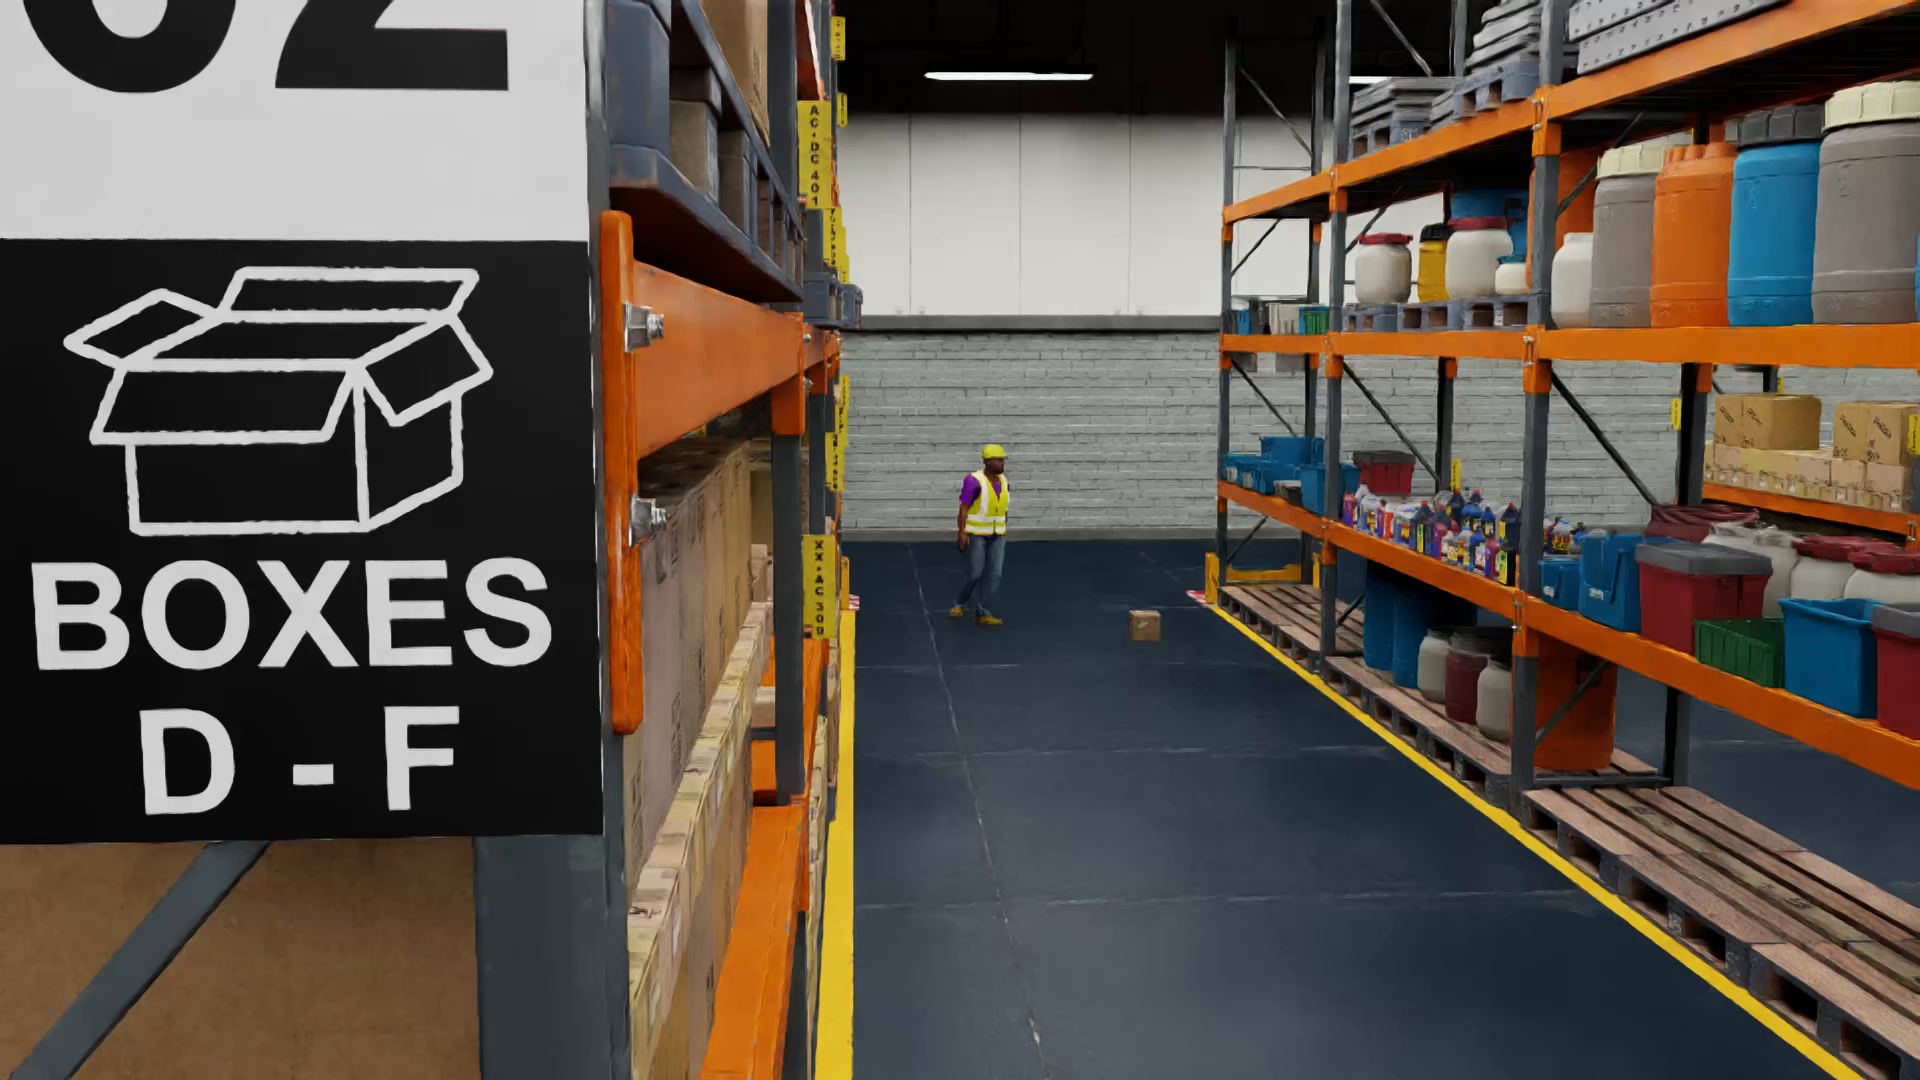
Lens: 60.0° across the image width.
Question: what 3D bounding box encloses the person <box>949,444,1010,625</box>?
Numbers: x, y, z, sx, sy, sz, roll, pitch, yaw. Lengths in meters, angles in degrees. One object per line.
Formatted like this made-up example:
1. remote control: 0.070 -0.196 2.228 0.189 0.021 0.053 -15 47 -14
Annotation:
1. person: 0.202 -0.057 16.137 0.613 1.751 0.570 -5 9 -37
